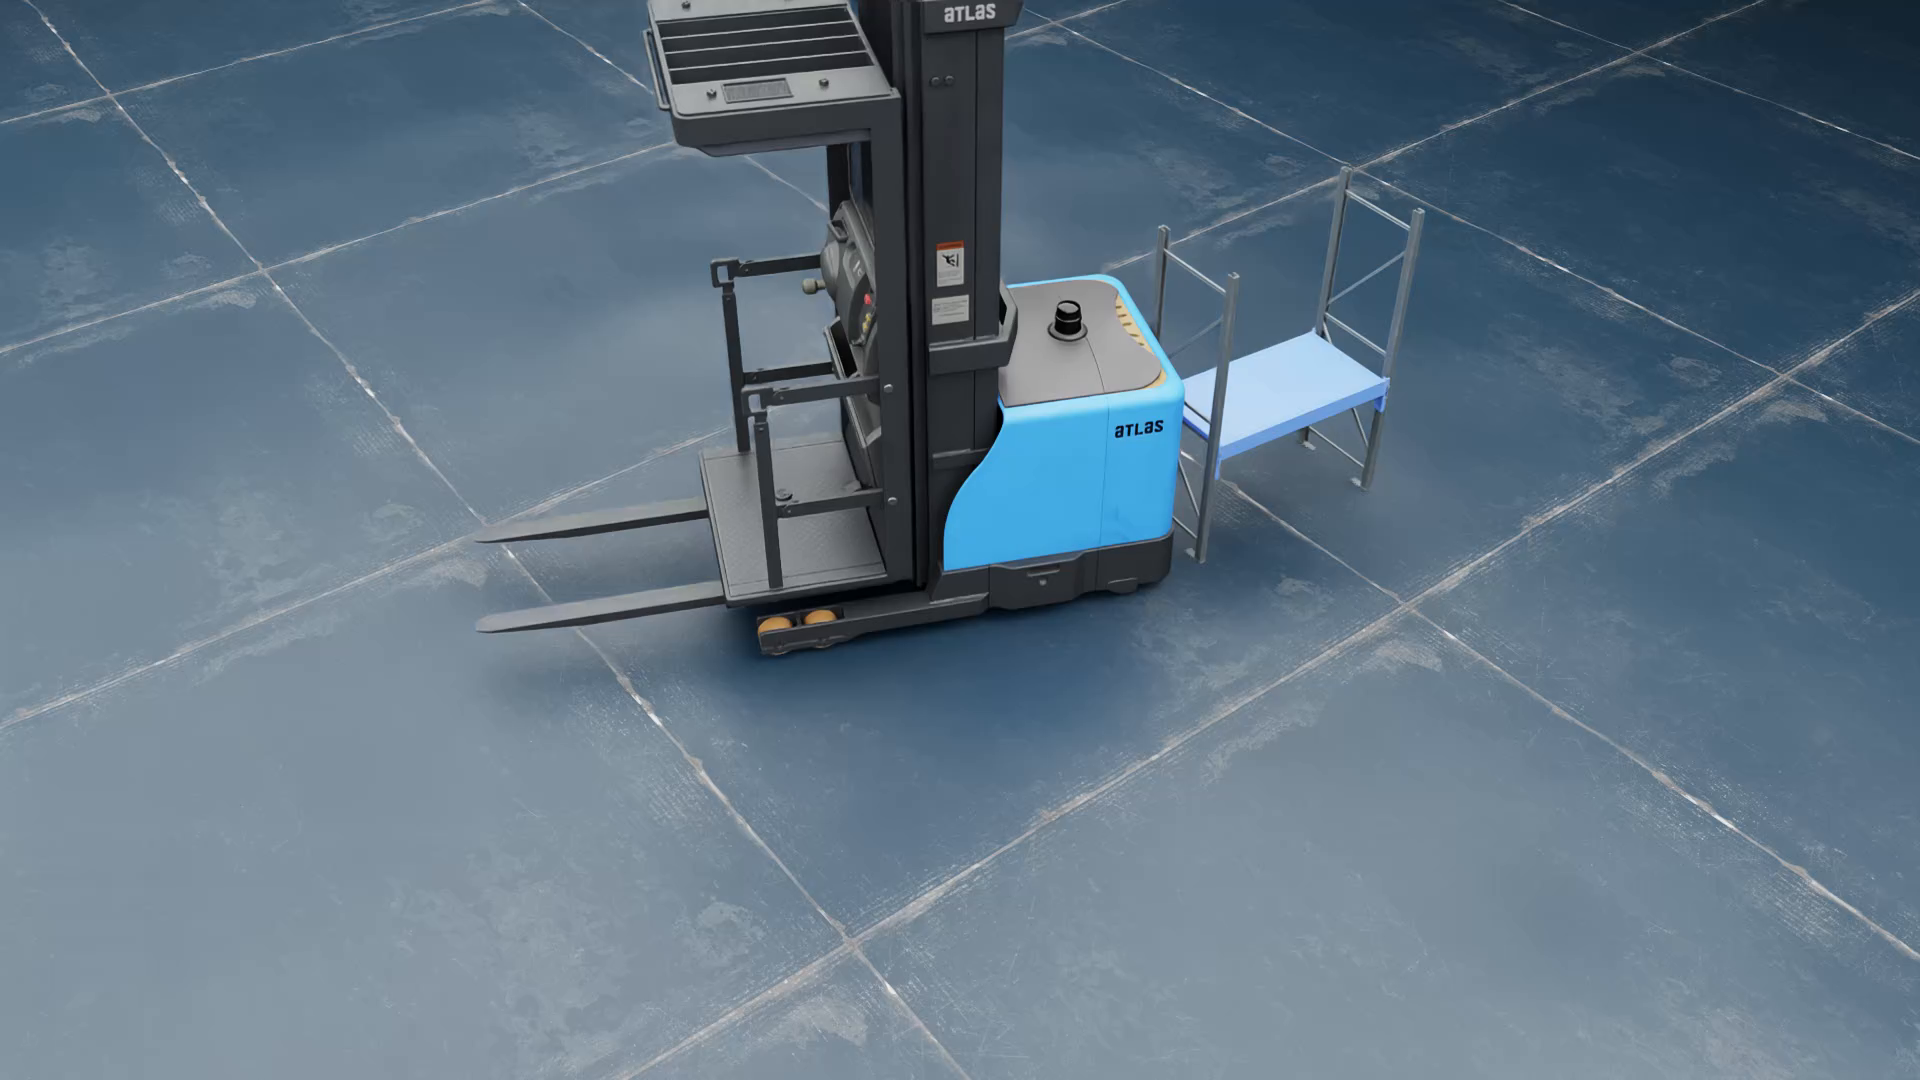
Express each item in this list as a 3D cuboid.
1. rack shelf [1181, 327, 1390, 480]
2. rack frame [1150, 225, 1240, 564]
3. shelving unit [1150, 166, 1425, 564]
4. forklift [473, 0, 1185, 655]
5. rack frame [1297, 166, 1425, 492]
[{"bbox_3d":[1.410,-0.640,7.631,1.000,0.185,0.538,-22,44,-24],"label":"rack shelf"},{"bbox_3d":[0.979,-0.608,7.309,0.032,1.500,0.500,-22,44,-24],"label":"rack frame"},{"bbox_3d":[1.410,-0.779,7.517,1.048,1.500,0.538,-22,44,-24],"label":"shelving unit"},{"bbox_3d":[-0.627,-1.009,6.669,3.031,2.935,1.130,-9,40,-10],"label":"forklift"},{"bbox_3d":[1.841,-0.950,7.726,0.032,1.500,0.500,-22,44,-24],"label":"rack frame"}]
